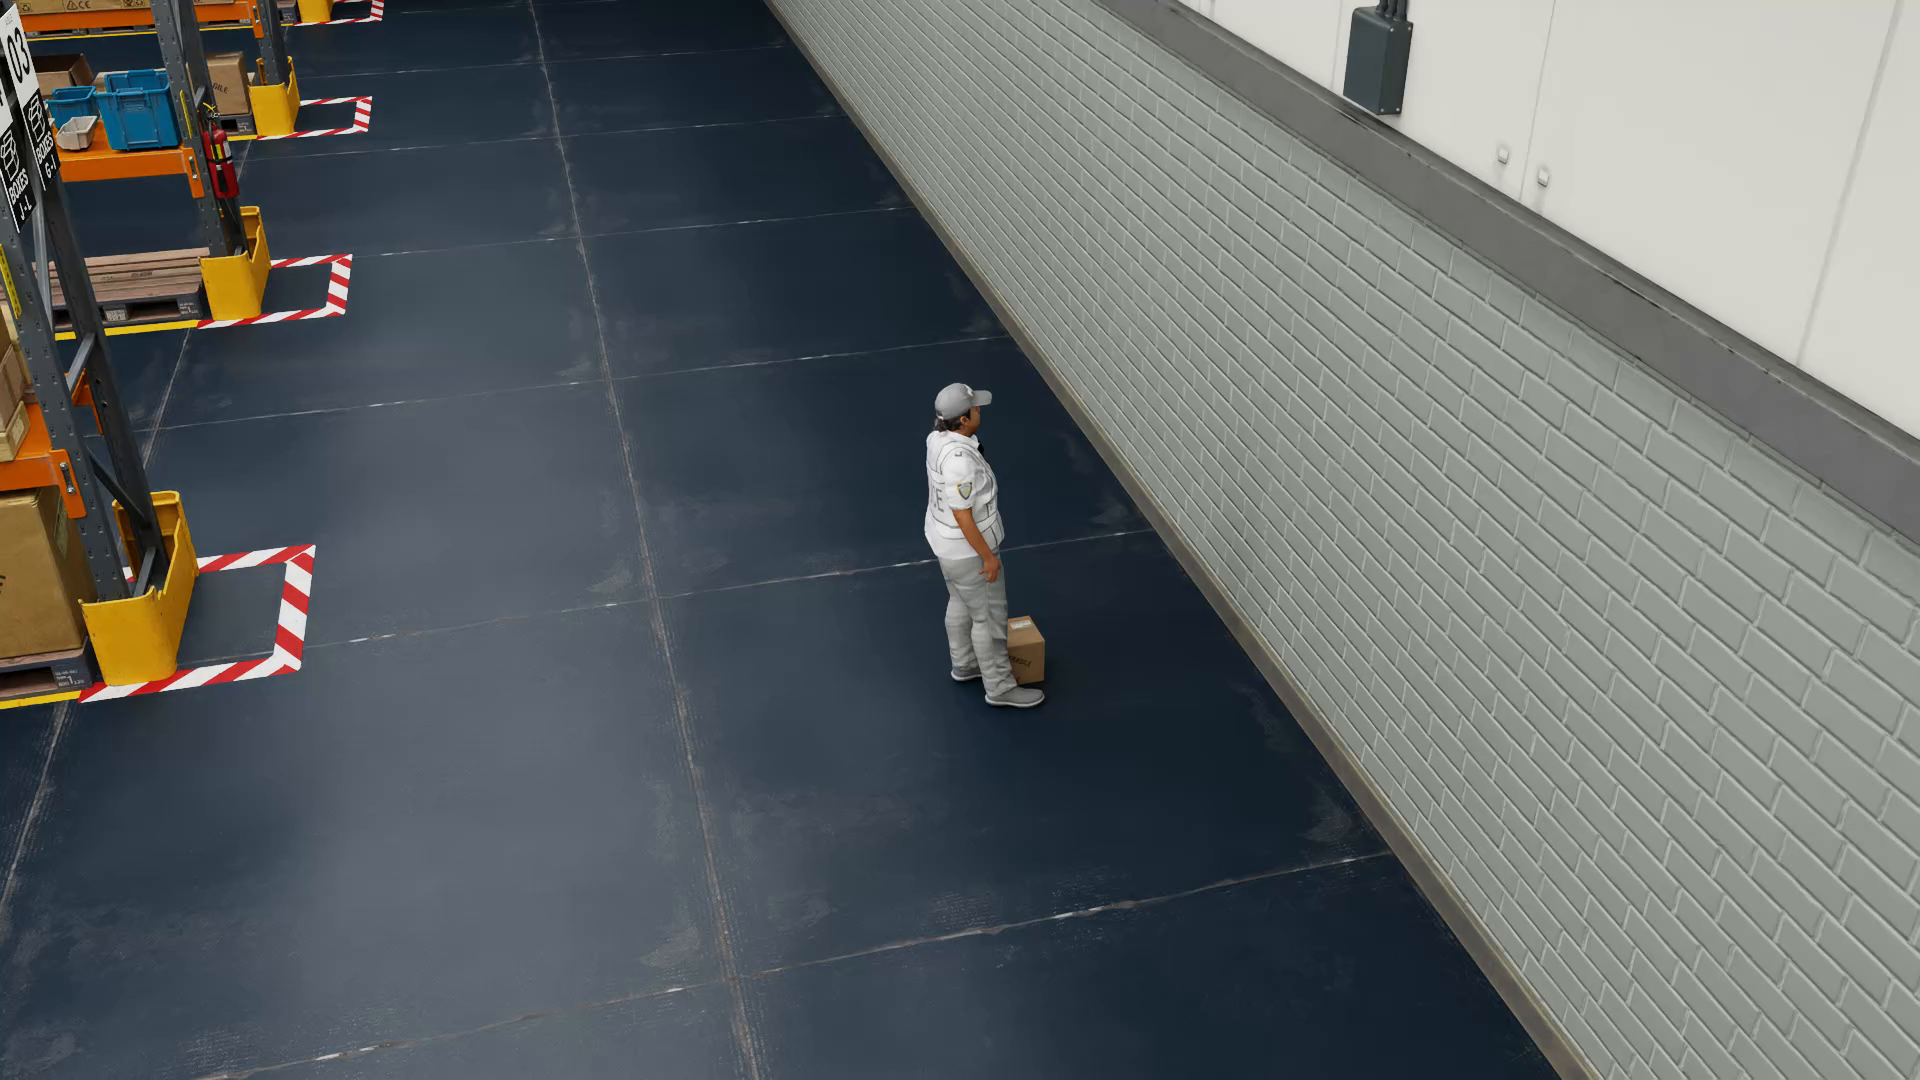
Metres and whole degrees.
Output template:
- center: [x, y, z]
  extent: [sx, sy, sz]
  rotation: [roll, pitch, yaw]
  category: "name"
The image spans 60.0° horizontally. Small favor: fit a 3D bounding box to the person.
- center: [0.110, 0.009, 8.192]
  extent: [0.529, 1.670, 0.597]
  rotation: [-8, 31, -13]
  category: "person"
